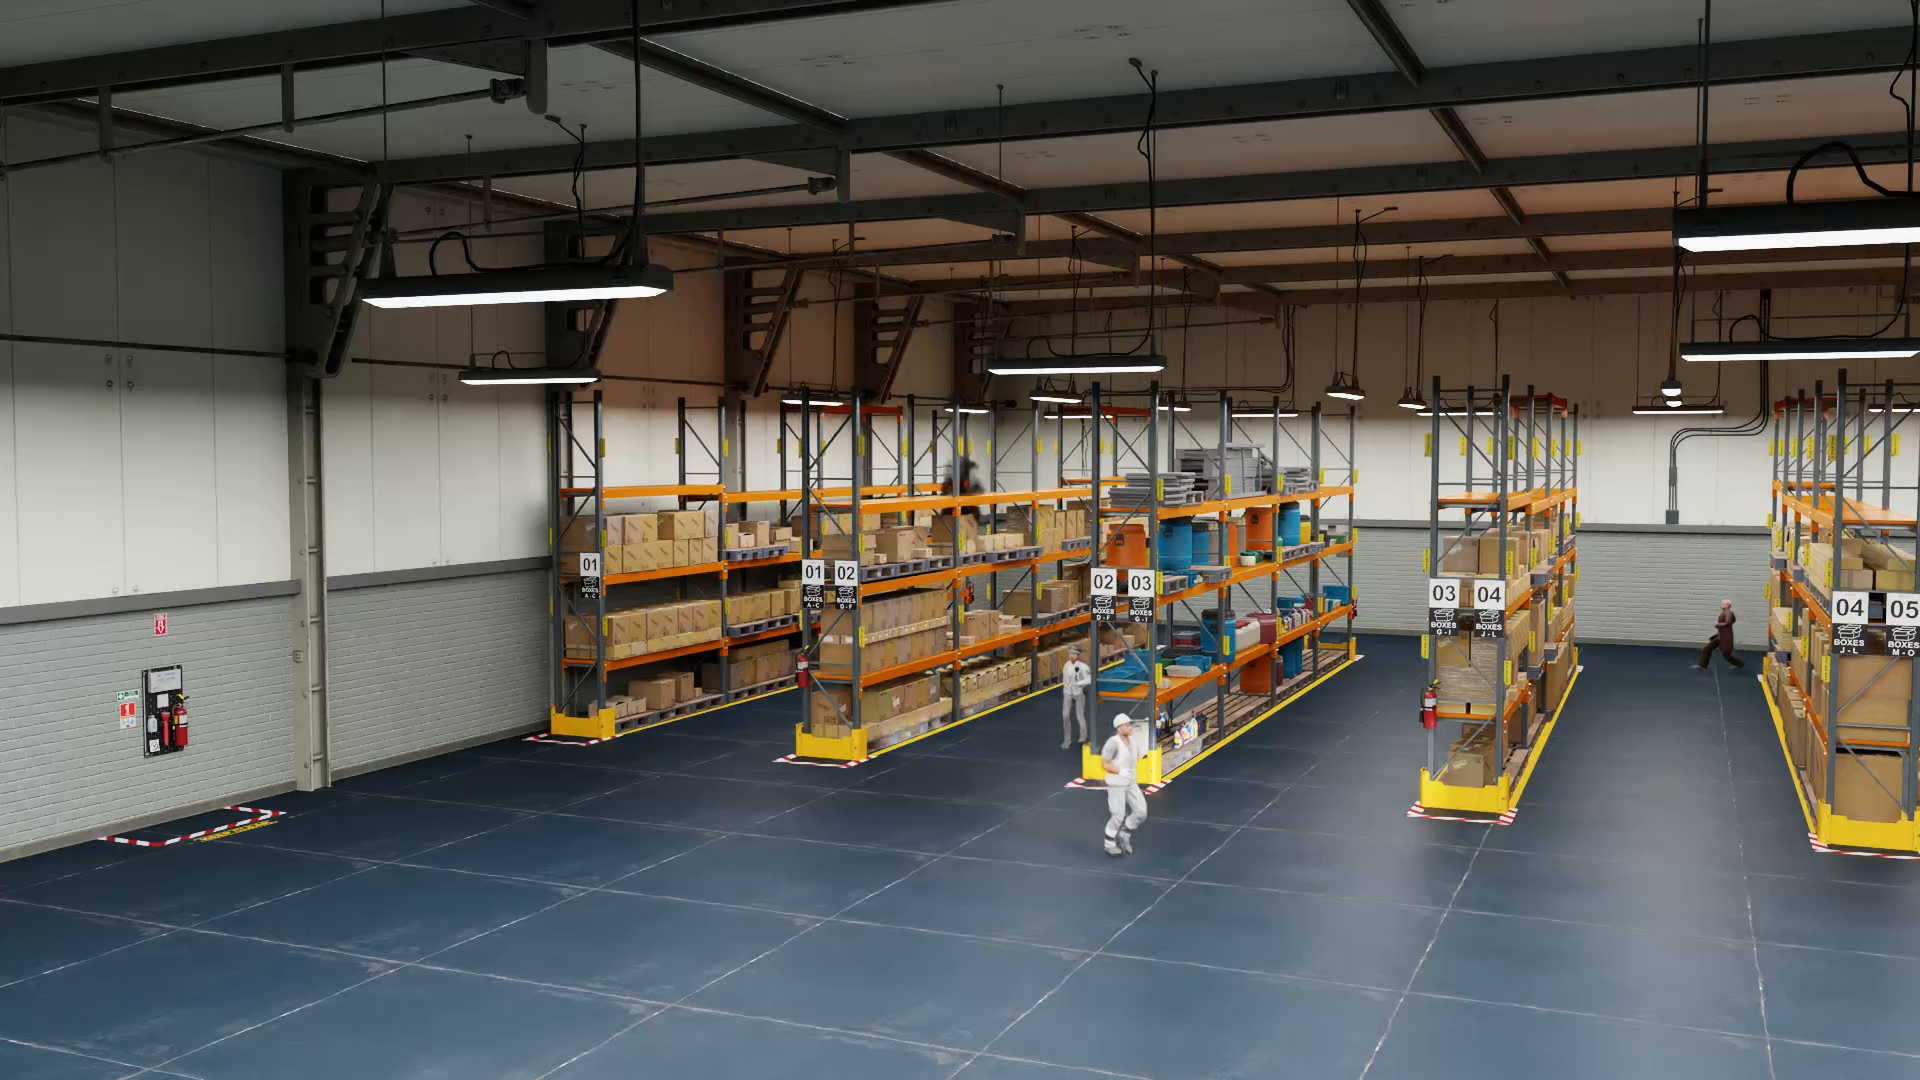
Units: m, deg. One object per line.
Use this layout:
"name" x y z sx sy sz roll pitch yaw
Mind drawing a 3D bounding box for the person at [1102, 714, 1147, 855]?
"person" 2.004 2.993 20.290 0.635 1.754 0.652 -2 4 -38

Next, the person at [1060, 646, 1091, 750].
"person" 1.944 2.624 27.846 0.600 1.743 0.751 1 3 25

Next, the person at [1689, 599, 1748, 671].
"person" 16.968 2.134 36.987 1.173 1.633 0.772 0 3 5
